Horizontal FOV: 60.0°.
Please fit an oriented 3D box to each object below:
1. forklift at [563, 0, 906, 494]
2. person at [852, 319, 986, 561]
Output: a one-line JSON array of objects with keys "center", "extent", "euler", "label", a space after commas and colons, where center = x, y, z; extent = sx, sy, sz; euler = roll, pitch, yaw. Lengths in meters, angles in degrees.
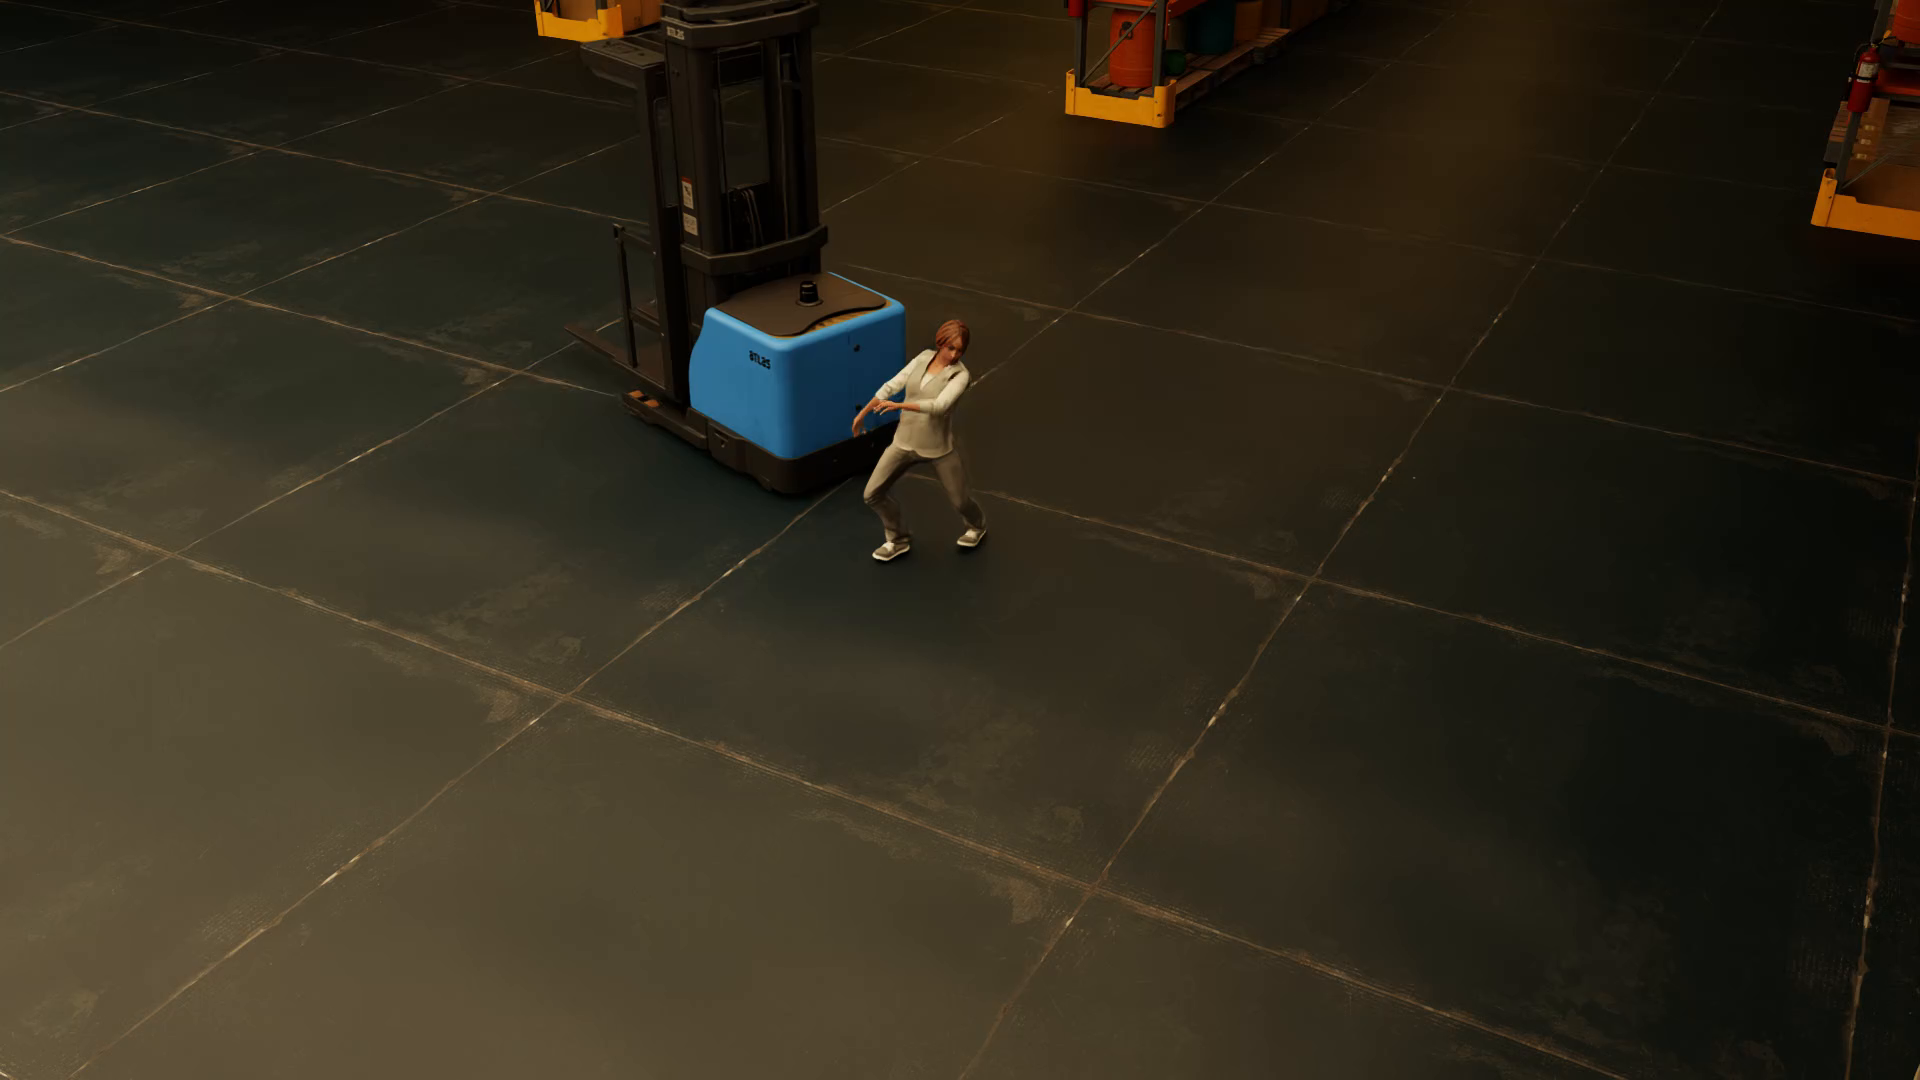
[{"center": [-1.682, -2.211, 10.902], "extent": [1.130, 2.935, 3.031], "euler": [-24, 38, -35], "label": "forklift"}, {"center": [-0.282, -0.533, 9.468], "extent": [0.712, 1.442, 0.794], "euler": [12, 32, 19], "label": "person"}]
